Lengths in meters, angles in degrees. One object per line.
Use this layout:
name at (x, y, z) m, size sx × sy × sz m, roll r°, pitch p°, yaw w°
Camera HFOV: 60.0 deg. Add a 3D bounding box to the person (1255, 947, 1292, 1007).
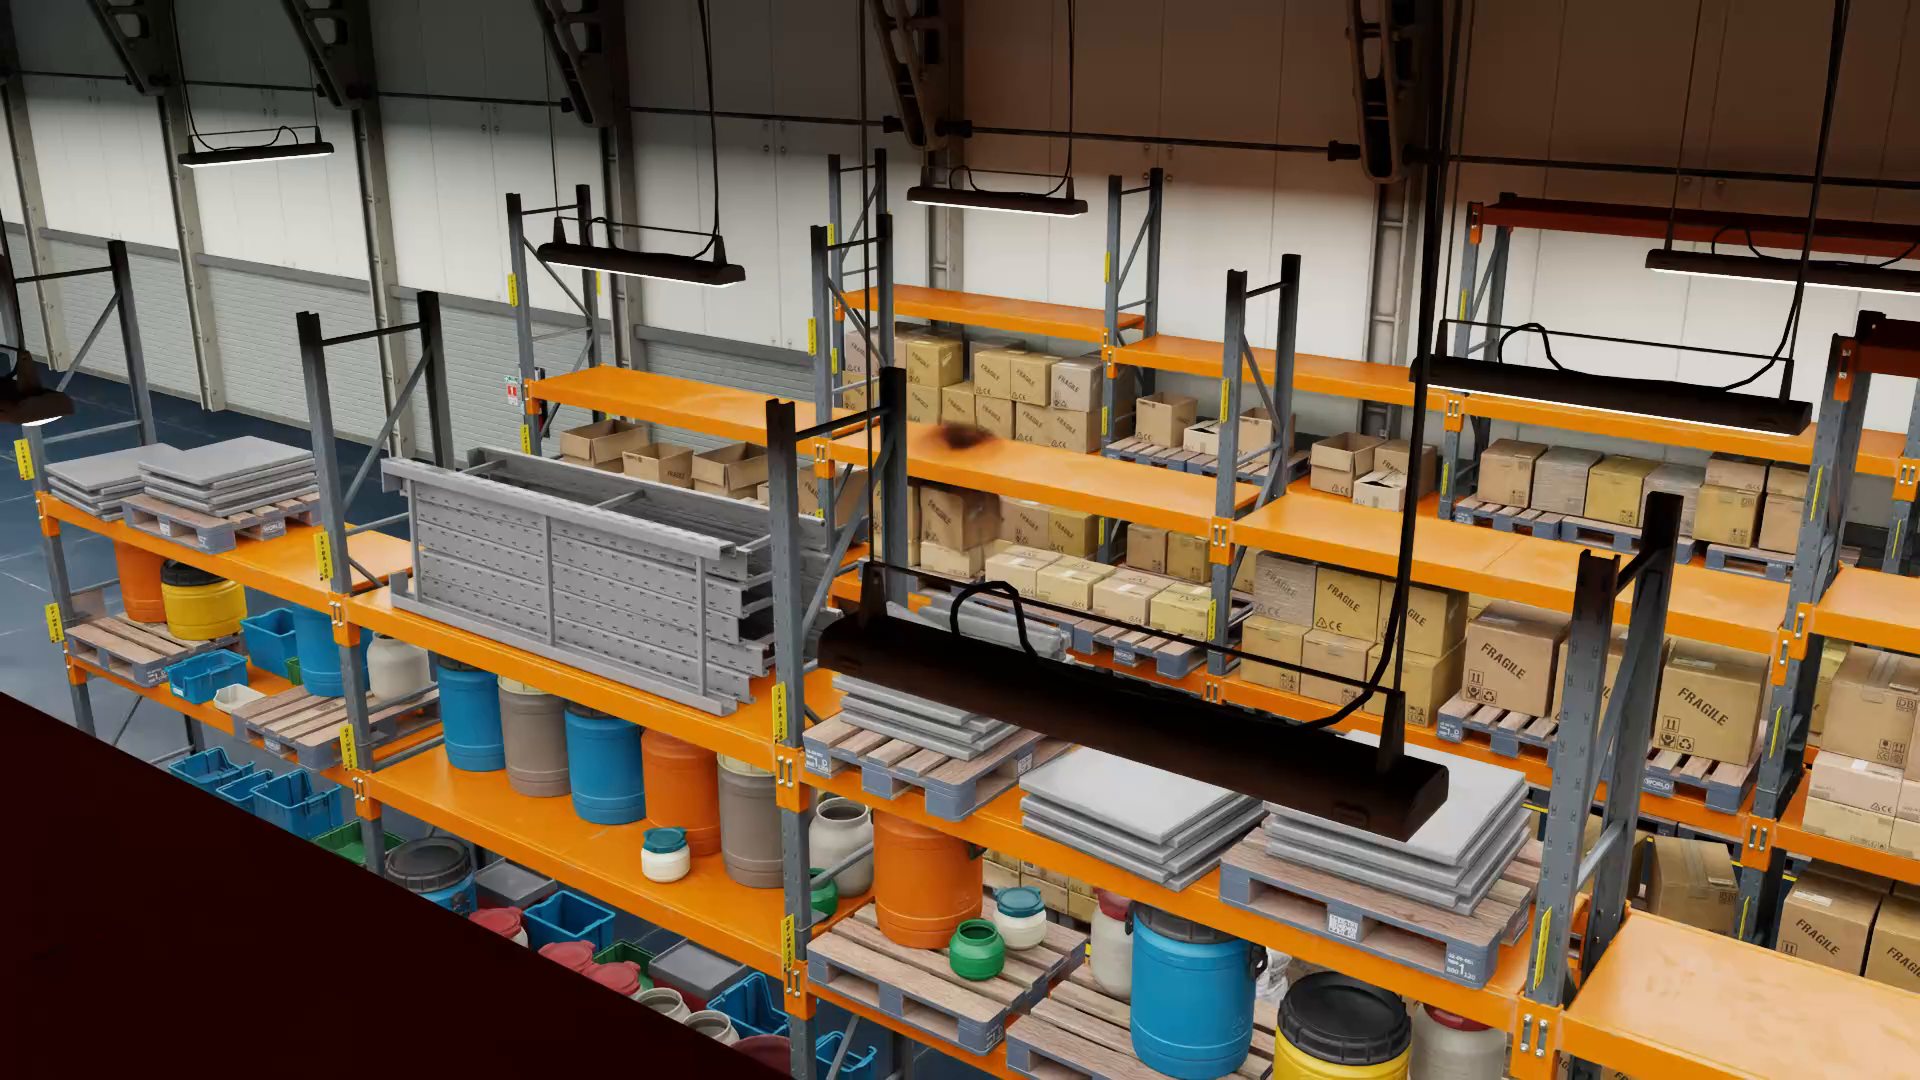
person at (2.239, 3.405, 12.325) m, size 0.948 × 1.646 × 0.540 m, roll 14°, pitch 23°, yaw 36°
